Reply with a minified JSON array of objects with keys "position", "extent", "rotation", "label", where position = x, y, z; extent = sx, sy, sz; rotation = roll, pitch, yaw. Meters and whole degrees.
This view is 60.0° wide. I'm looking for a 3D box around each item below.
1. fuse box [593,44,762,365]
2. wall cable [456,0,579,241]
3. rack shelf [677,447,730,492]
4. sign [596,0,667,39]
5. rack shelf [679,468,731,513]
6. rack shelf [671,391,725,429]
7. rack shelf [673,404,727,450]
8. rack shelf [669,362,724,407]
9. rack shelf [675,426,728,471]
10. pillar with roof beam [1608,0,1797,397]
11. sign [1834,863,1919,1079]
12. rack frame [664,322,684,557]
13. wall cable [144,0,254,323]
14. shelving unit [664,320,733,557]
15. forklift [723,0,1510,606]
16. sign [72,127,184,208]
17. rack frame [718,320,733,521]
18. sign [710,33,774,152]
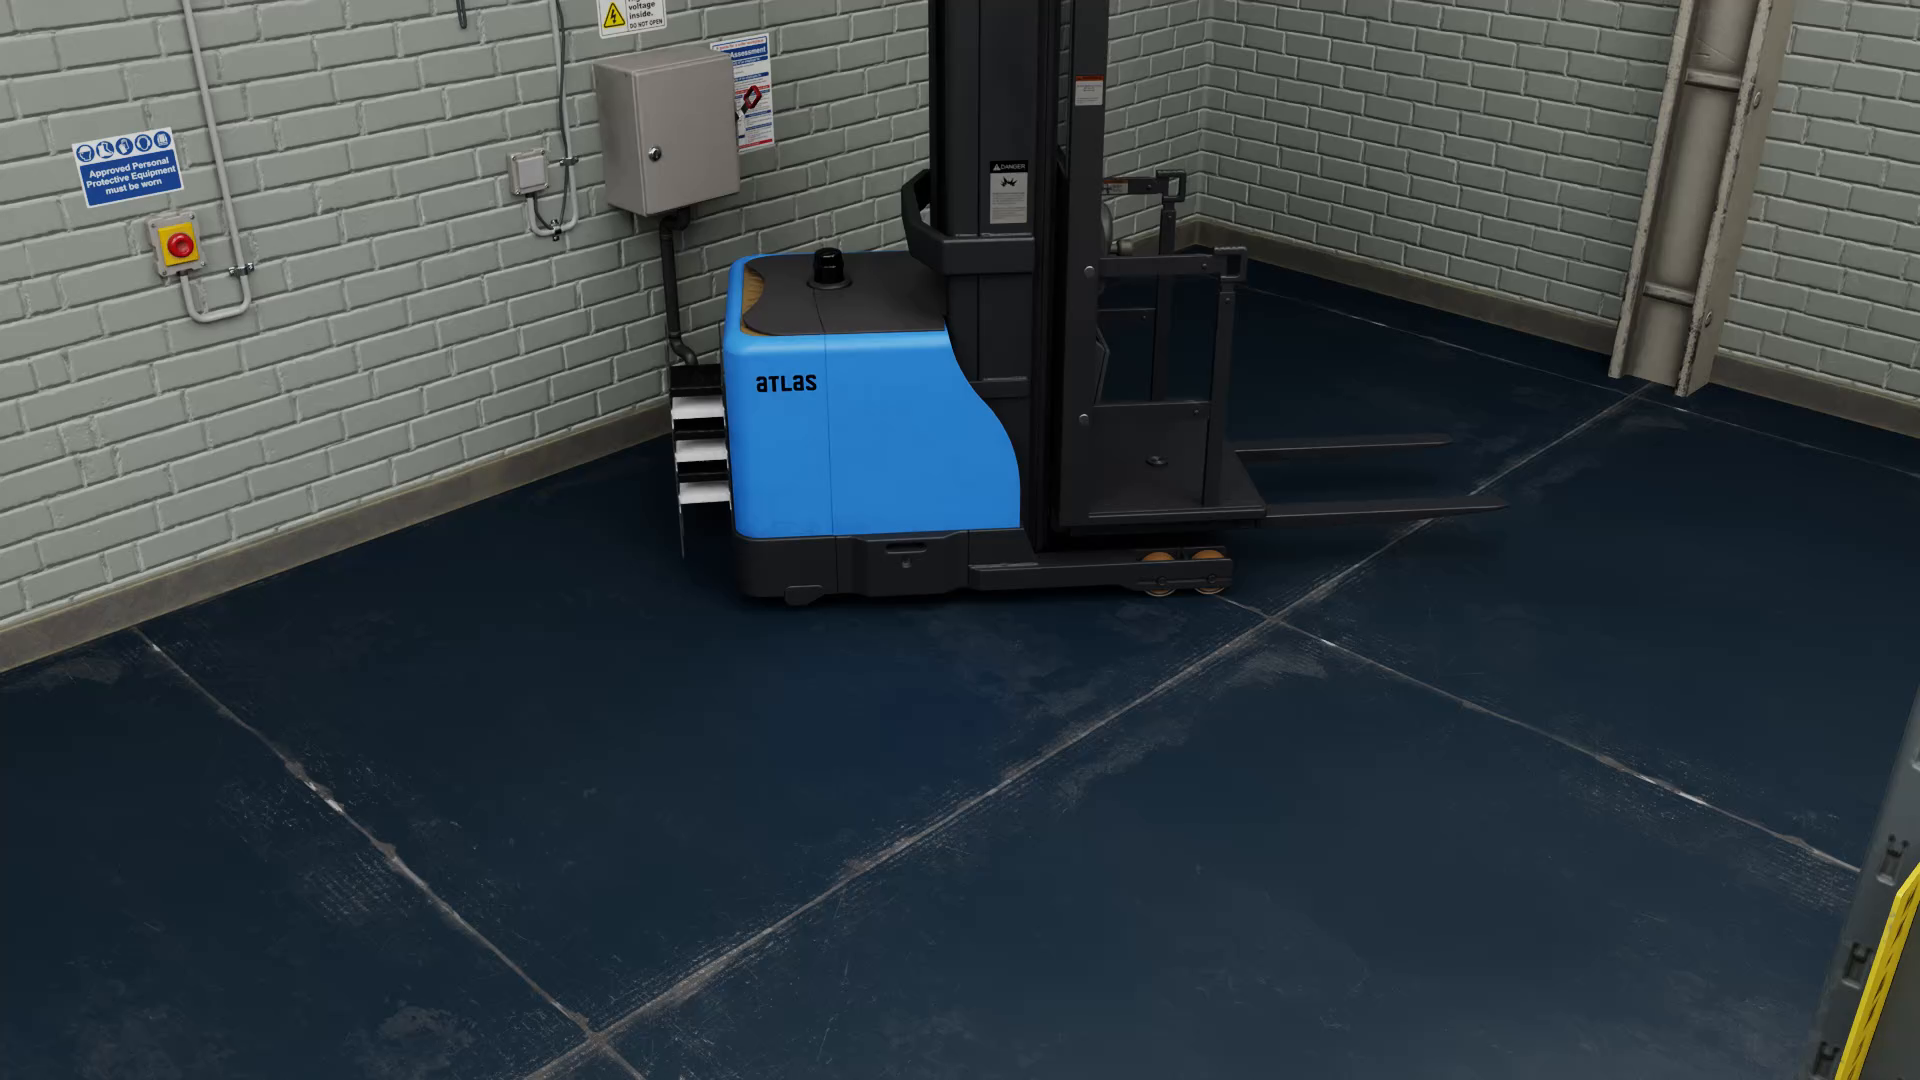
[{"position":[-1.163,-1.220,7.231],"extent":[0.414,1.711,0.539],"rotation":[25,36,38],"label":"fuse box"},{"position":[-1.754,-2.065,6.362],"extent":[0.122,1.984,0.588],"rotation":[25,36,38],"label":"wall cable"},{"position":[-1.017,-0.283,6.586],"extent":[0.200,0.077,0.258],"rotation":[-4,28,-7],"label":"rack shelf"},{"position":[-1.350,-2.205,6.833],"extent":[0.001,0.242,0.339],"rotation":[25,36,38],"label":"sign"},{"position":[-1.017,-0.203,6.628],"extent":[0.200,0.077,0.258],"rotation":[-4,28,-7],"label":"rack shelf"},{"position":[-1.017,-0.522,6.460],"extent":[0.200,0.077,0.258],"rotation":[-4,28,-7],"label":"rack shelf"},{"position":[-1.017,-0.442,6.502],"extent":[0.200,0.077,0.258],"rotation":[-4,28,-7],"label":"rack shelf"},{"position":[-1.017,-0.602,6.419],"extent":[0.200,0.077,0.258],"rotation":[-4,28,-7],"label":"rack shelf"},{"position":[-1.017,-0.363,6.544],"extent":[0.200,0.077,0.258],"rotation":[-4,28,-7],"label":"rack shelf"},{"position":[0.465,-3.362,3.475],"extent":[0.400,9.000,9.100],"rotation":[25,36,38],"label":"pillar with roof beam"},{"position":[0.904,0.456,1.645],"extent":[0.005,0.325,0.100],"rotation":[25,36,38],"label":"sign"},{"position":[-1.118,-0.385,6.516],"extent":[0.006,0.900,0.240],"rotation":[-4,28,-7],"label":"rack frame"},{"position":[-2.740,-1.604,5.452],"extent":[0.123,1.953,0.585],"rotation":[25,36,38],"label":"wall cable"},{"position":[-1.017,-0.392,6.529],"extent":[0.210,0.900,0.258],"rotation":[-4,28,-7],"label":"shelving unit"},{"position":[0.624,-1.325,6.120],"extent":[3.031,2.935,1.130],"rotation":[-3,28,-5],"label":"forklift"},{"position":[-2.818,-1.264,5.641],"extent":[0.001,0.218,0.327],"rotation":[25,36,38],"label":"sign"},{"position":[-0.917,-0.399,6.542],"extent":[0.006,0.900,0.240],"rotation":[-4,28,-7],"label":"rack frame"},{"position":[-0.965,-1.979,7.394],"extent":[0.001,0.494,0.329],"rotation":[25,36,38],"label":"sign"}]
